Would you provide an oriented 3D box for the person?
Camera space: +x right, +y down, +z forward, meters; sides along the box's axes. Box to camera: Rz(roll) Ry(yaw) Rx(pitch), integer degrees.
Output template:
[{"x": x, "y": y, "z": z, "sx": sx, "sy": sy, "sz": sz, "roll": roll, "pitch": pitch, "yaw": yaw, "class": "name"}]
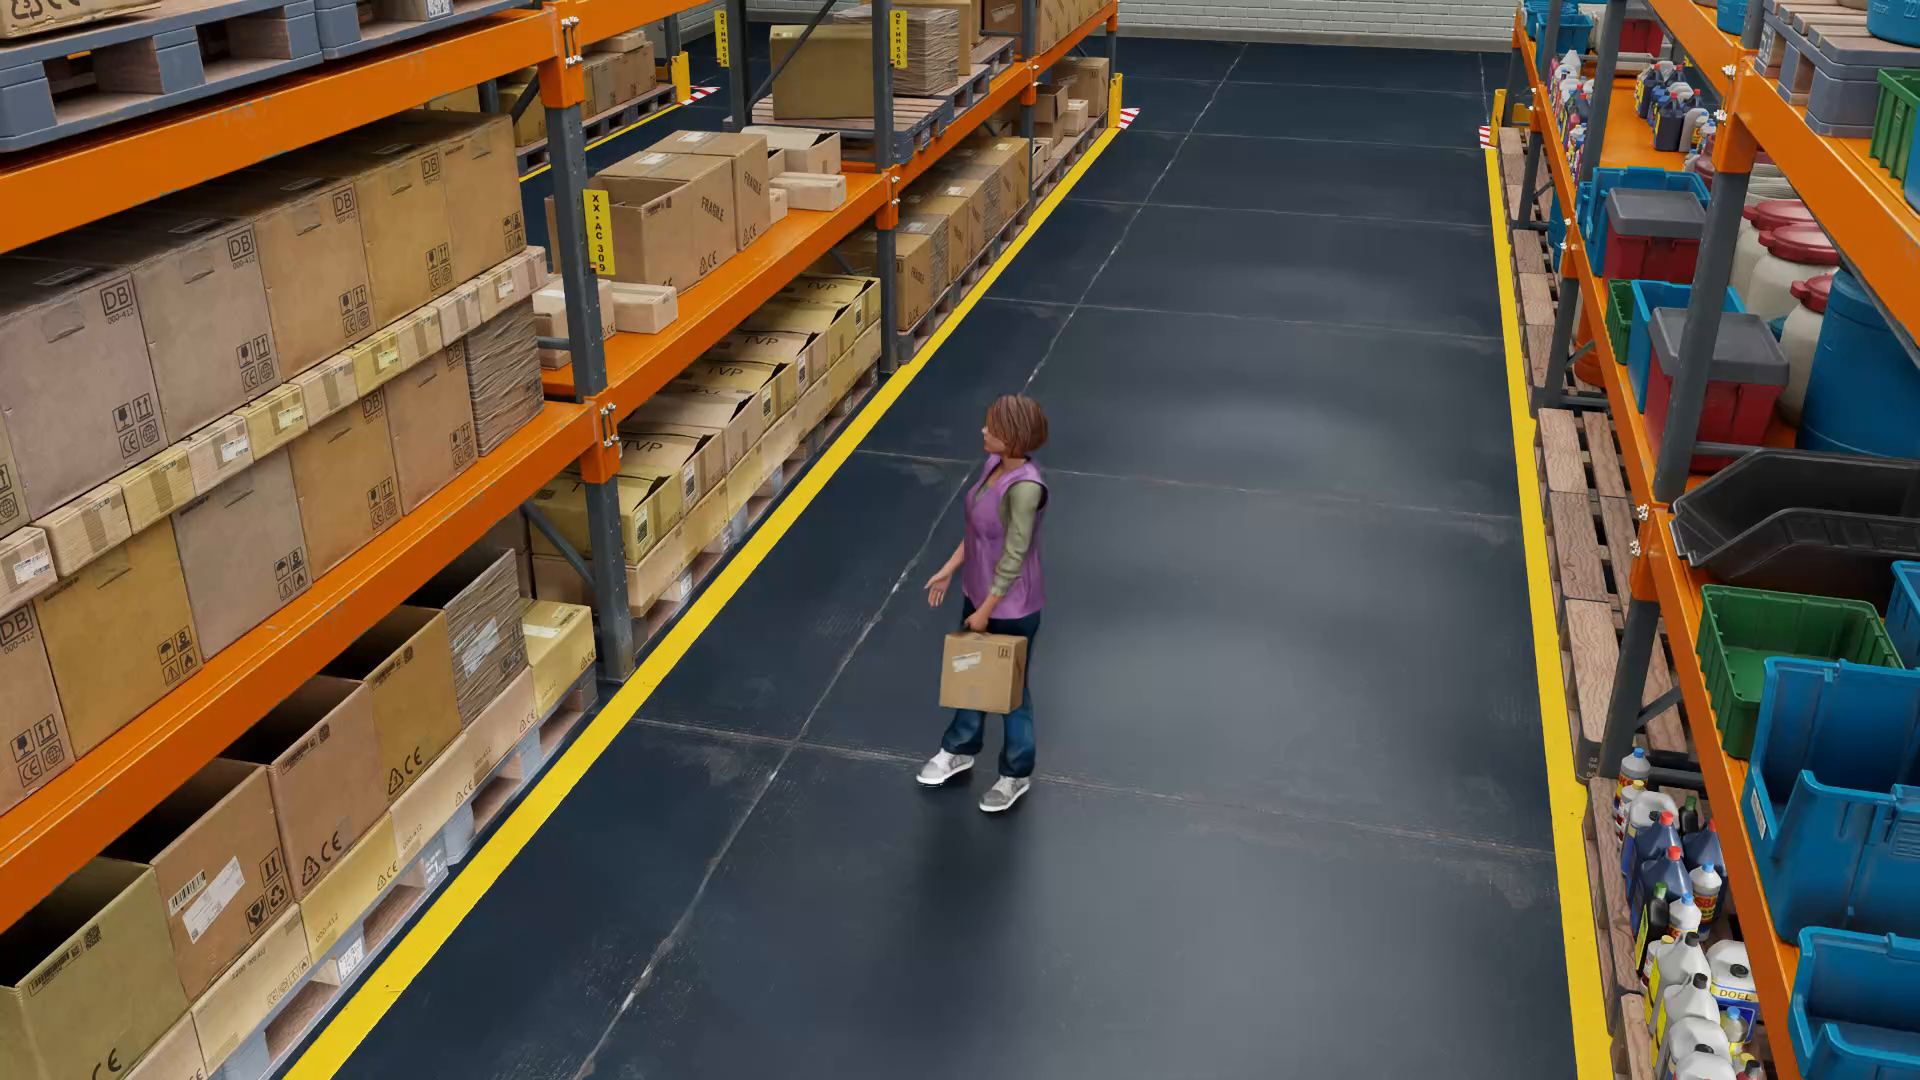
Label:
[{"x": 0.086, "y": 0.251, "z": 6.086, "sx": 0.463, "sy": 1.588, "sz": 0.433, "roll": -8, "pitch": 27, "yaw": -17, "class": "person"}]
